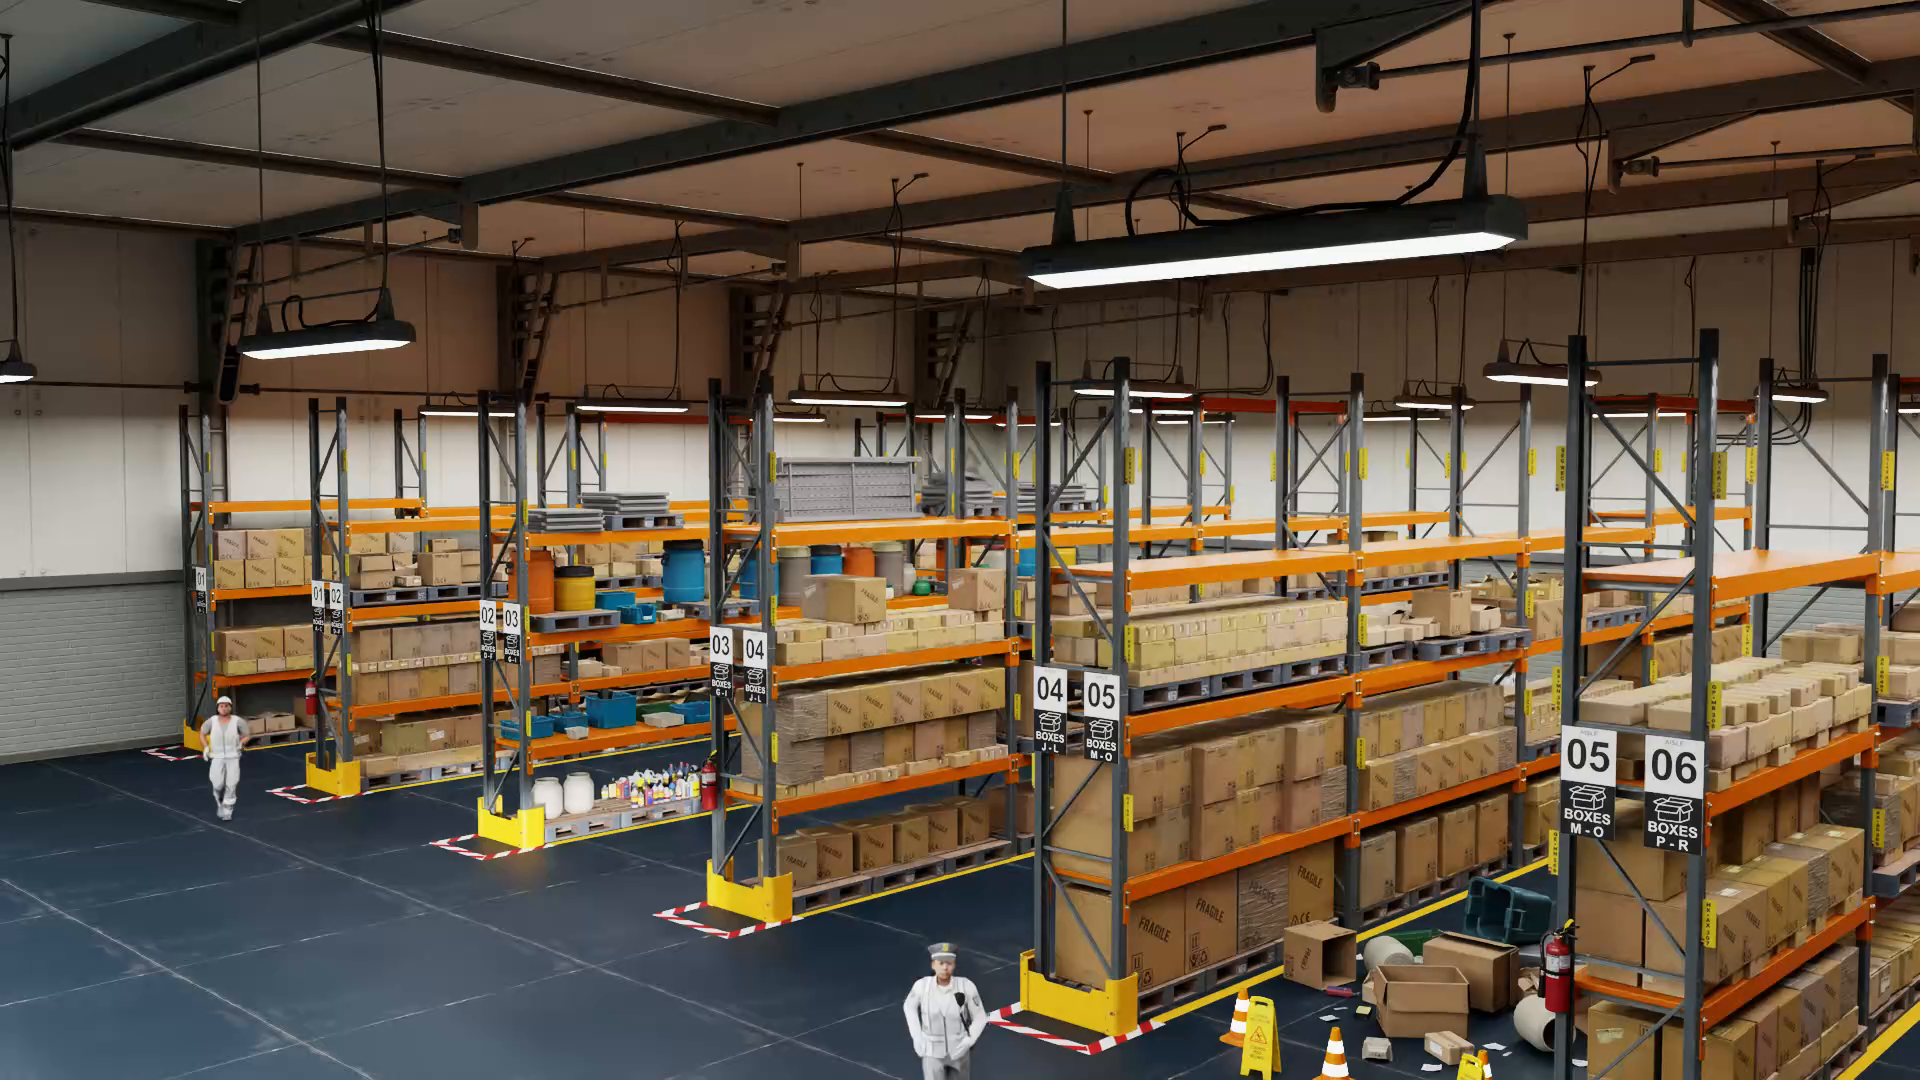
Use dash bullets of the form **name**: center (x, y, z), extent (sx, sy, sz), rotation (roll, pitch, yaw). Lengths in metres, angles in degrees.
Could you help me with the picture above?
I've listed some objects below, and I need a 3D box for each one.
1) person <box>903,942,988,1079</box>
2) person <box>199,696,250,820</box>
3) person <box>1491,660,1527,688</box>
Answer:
- **person**: center (-0.098, 3.718, 12.011), extent (0.583, 1.705, 1.023), rotation (0, 3, -9)
- **person**: center (-10.280, 3.067, 23.231), extent (0.665, 1.749, 0.566), rotation (-1, 3, -21)
- **person**: center (9.473, 2.853, 28.653), extent (0.730, 1.658, 0.576), rotation (2, 3, 30)
